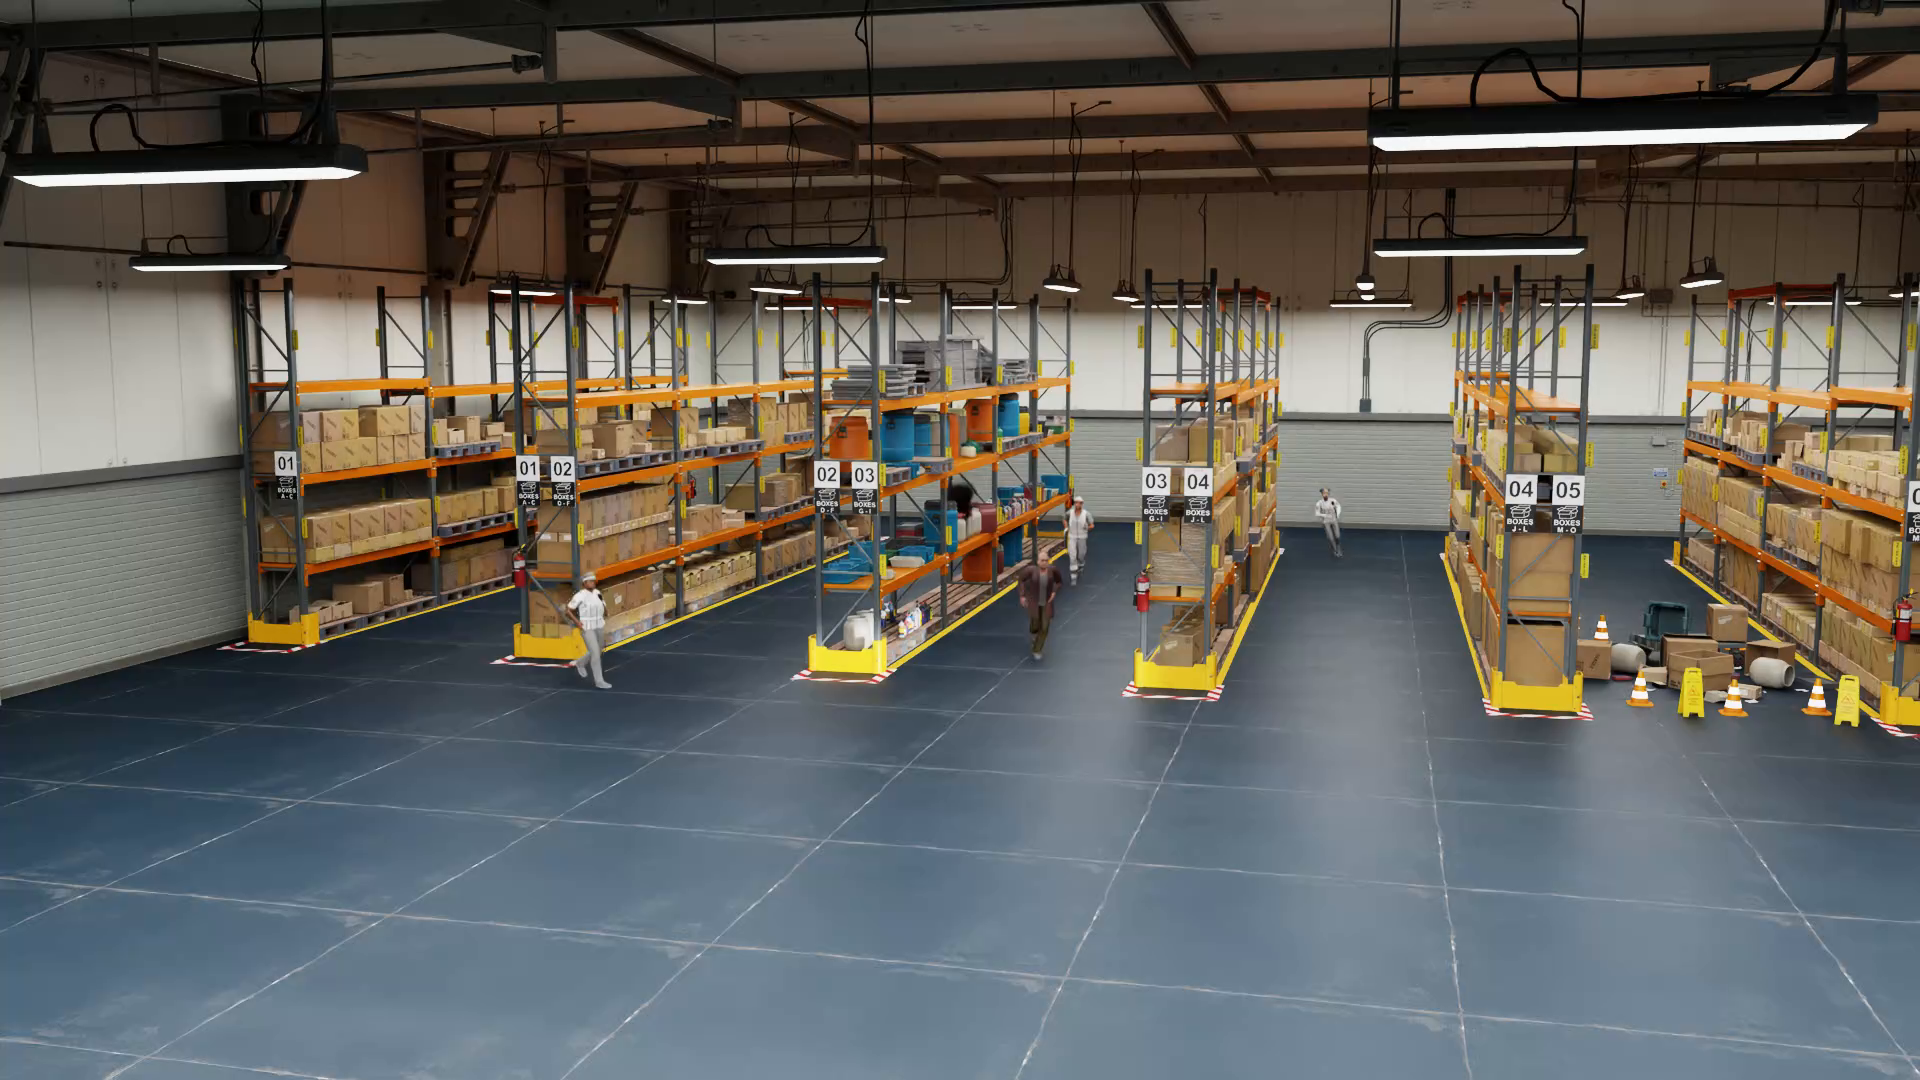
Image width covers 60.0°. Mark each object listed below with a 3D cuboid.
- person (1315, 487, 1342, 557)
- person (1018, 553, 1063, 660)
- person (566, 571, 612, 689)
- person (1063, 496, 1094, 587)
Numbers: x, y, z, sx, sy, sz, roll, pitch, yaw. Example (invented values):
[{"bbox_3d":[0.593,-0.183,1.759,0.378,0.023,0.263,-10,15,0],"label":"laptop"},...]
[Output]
[{"bbox_3d":[8.531,-0.417,38.410,0.658,1.624,0.575,1,7,5],"label":"person"},{"bbox_3d":[1.262,1.018,26.392,0.705,1.717,0.800,-1,7,-11],"label":"person"},{"bbox_3d":[-5.358,1.278,24.086,0.892,1.672,0.587,5,9,38],"label":"person"},{"bbox_3d":[2.428,-0.001,34.205,0.651,1.805,0.983,1,7,5],"label":"person"}]
